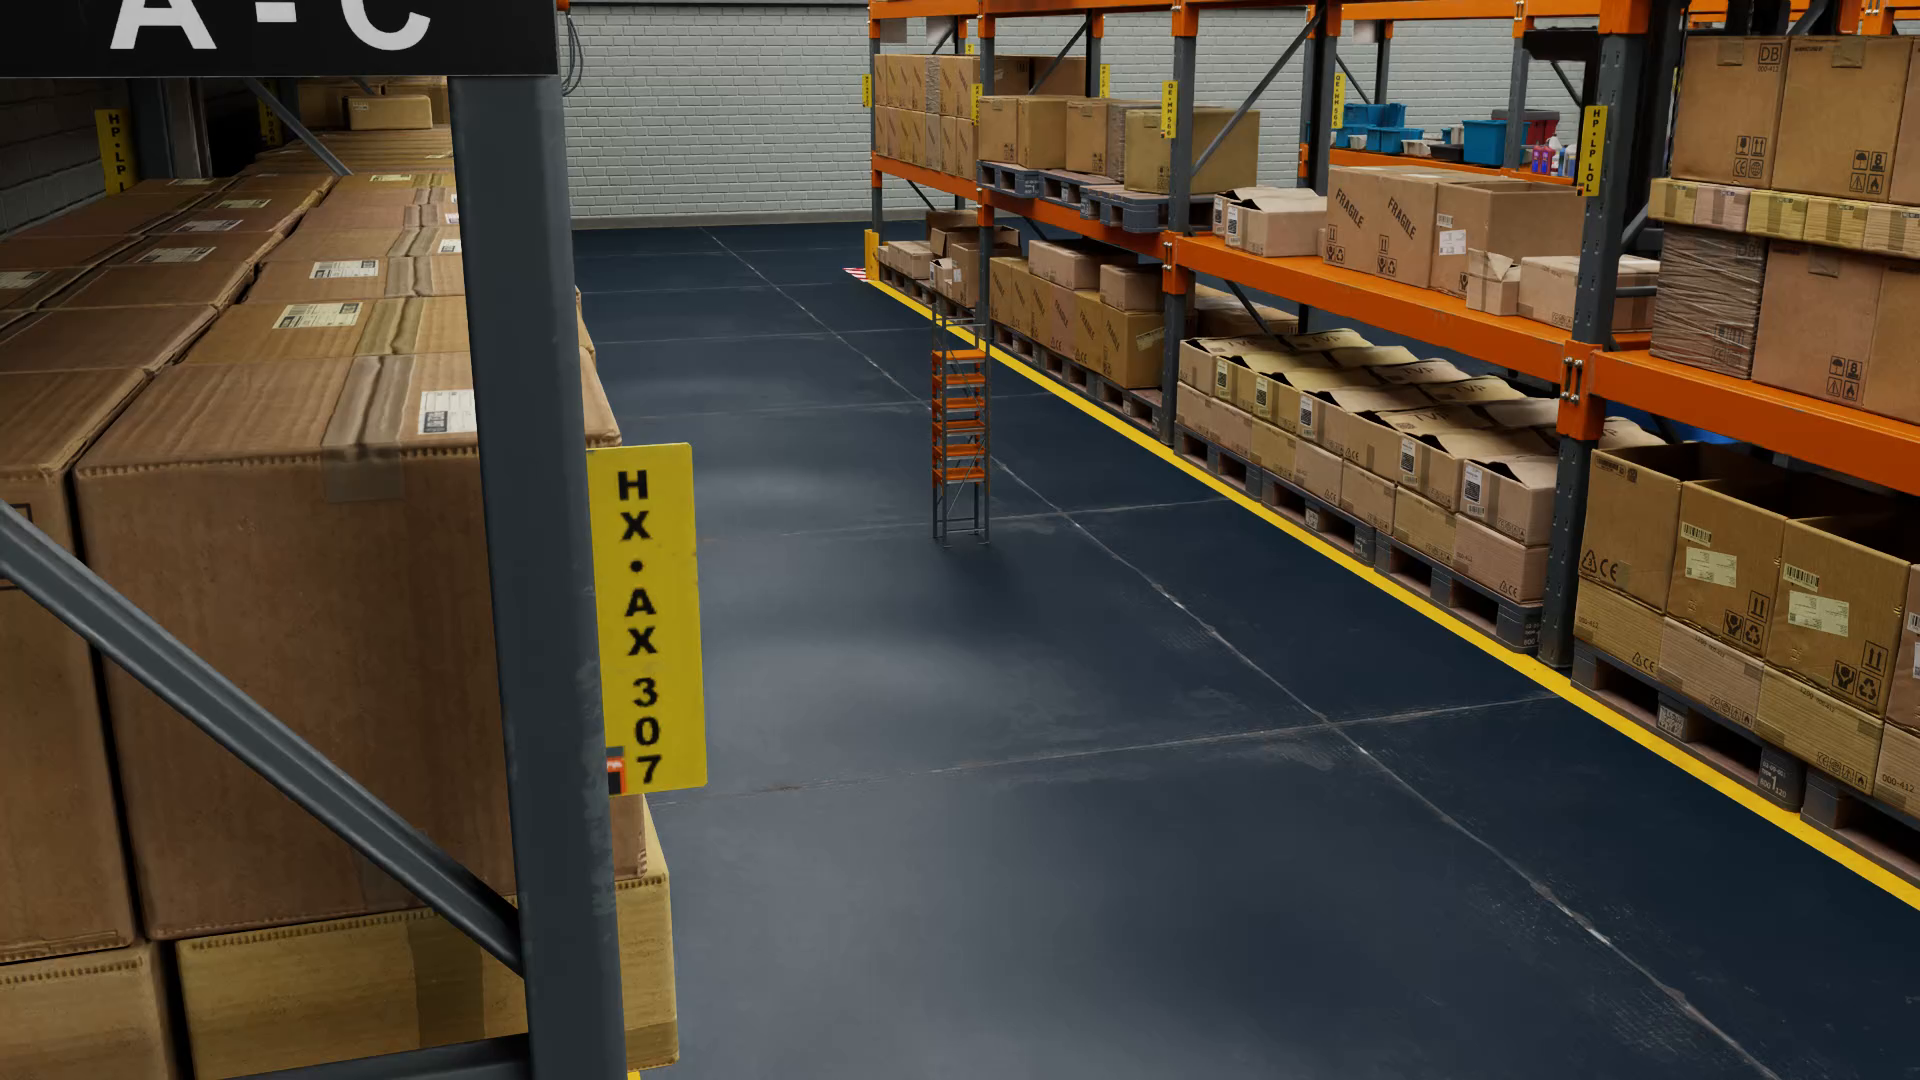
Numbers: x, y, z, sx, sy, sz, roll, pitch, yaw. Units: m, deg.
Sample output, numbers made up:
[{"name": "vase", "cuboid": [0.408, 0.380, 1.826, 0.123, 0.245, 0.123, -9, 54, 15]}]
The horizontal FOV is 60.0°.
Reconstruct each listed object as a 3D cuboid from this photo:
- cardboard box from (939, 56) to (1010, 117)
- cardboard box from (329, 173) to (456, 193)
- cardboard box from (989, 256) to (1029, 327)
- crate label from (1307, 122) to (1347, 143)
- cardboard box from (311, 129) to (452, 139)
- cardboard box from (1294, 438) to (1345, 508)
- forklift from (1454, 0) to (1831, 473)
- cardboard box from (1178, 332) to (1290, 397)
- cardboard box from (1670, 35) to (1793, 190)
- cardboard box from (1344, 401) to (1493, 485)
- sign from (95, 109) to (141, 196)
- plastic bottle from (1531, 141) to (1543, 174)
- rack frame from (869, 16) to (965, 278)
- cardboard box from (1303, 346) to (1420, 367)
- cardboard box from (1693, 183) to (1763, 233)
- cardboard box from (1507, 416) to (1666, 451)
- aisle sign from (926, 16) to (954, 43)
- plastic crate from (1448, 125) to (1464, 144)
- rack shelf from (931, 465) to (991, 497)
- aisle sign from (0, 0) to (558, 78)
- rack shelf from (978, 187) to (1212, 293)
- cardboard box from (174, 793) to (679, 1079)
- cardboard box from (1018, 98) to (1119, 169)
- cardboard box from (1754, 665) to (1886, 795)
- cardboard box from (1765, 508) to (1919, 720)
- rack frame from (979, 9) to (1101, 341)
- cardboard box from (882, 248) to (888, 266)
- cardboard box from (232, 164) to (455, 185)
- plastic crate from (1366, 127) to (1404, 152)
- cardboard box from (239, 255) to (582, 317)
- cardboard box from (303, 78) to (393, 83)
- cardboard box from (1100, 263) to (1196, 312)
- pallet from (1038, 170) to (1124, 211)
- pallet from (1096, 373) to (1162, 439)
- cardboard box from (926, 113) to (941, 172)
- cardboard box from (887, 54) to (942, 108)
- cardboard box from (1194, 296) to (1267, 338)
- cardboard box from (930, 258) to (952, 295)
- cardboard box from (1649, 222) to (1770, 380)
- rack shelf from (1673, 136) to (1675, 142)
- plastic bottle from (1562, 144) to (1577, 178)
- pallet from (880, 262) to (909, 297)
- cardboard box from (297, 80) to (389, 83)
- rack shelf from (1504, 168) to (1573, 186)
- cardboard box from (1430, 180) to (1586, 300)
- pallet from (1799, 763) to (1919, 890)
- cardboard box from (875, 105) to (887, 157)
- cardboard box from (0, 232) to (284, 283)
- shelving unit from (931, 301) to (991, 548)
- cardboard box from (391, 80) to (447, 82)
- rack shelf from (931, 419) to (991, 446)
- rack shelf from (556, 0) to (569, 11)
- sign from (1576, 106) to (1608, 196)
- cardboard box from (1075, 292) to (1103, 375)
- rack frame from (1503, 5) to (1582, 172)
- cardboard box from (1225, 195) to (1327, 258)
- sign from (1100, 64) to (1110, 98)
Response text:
[{"name": "cardboard box", "cuboid": [0.129, -3.967, 14.532, 0.500, 0.500, 0.500, -5, 17, -16]}, {"name": "cardboard box", "cuboid": [-1.476, -0.764, 4.705, 0.500, 0.500, 0.500, -5, 17, -15]}, {"name": "cardboard box", "cuboid": [0.559, -2.040, 13.609, 0.500, 0.500, 0.500, -6, 18, -18]}, {"name": "crate label", "cuboid": [4.076, -4.531, 18.507, 0.416, 0.233, 0.303, -5, 17, -15]}, {"name": "cardboard box", "cuboid": [-2.684, -1.657, 7.816, 0.700, 0.500, 0.500, -6, 18, -20]}, {"name": "cardboard box", "cuboid": [2.049, -0.365, 8.502, 0.500, 0.250, 0.500, -4, 17, -14]}, {"name": "forklift", "cuboid": [4.103, -2.075, 10.265, 1.130, 2.935, 3.031, -5, 17, -16]}, {"name": "cardboard box", "cuboid": [1.621, -1.058, 9.834, 0.500, 0.311, 0.500, -4, 17, -13]}, {"name": "cardboard box", "cuboid": [2.987, -1.513, 5.847, 0.700, 0.500, 0.500, -5, 17, -15]}, {"name": "cardboard box", "cuboid": [2.188, -0.490, 7.945, 0.500, 0.311, 0.500, -5, 17, -15]}, {"name": "sign", "cuboid": [-2.436, -1.083, 4.832, 0.100, 0.325, 0.005, -5, 17, -15]}, {"name": "plastic bottle", "cuboid": [5.114, -3.379, 14.689, 0.061, 0.283, 0.133, -5, 17, -15]}, {"name": "rack frame", "cuboid": [-0.439, -4.286, 17.505, 1.000, 3.000, 0.127, -5, 17, -15]}, {"name": "cardboard box", "cuboid": [2.289, -0.957, 9.499, 0.500, 0.311, 0.500, -5, 17, -16]}, {"name": "cardboard box", "cuboid": [2.815, -1.166, 5.818, 0.380, 0.149, 0.250, -4, 17, -14]}, {"name": "cardboard box", "cuboid": [2.852, -0.392, 7.618, 0.500, 0.311, 0.500, -5, 17, -16]}, {"name": "aisle sign", "cuboid": [-0.164, -5.574, 17.275, 0.394, 0.787, 0.004, -5, 17, -15]}, {"name": "plastic crate", "cuboid": [5.181, -3.979, 16.585, 0.437, 0.282, 0.530, -5, 17, -15]}, {"name": "rack shelf", "cuboid": [0.004, -0.298, 8.348, 0.258, 0.103, 0.180, -5, 17, -15]}, {"name": "aisle sign", "cuboid": [-0.496, -0.716, 1.103, 0.394, 0.787, 0.004, -5, 17, -15]}, {"name": "rack shelf", "cuboid": [1.210, -2.282, 12.084, 1.077, 0.370, 4.000, -5, 17, -15]}, {"name": "cardboard box", "cuboid": [-0.633, 0.435, 2.016, 0.500, 0.250, 0.500, -5, 17, -17]}, {"name": "cardboard box", "cuboid": [0.825, -3.094, 12.636, 0.700, 0.500, 0.500, -2, 17, -6]}, {"name": "cardboard box", "cuboid": [2.959, 0.579, 5.360, 0.500, 0.250, 0.500, -5, 17, -15]}, {"name": "cardboard box", "cuboid": [2.960, 0.220, 5.252, 0.500, 0.500, 0.500, -5, 17, -15]}, {"name": "rack frame", "cuboid": [0.660, -3.179, 13.822, 1.000, 3.000, 0.127, -5, 17, -15]}, {"name": "cardboard box", "cuboid": [-0.586, -2.927, 17.144, 0.380, 0.166, 0.250, -5, 17, -15]}, {"name": "cardboard box", "cuboid": [-2.011, -0.976, 5.548, 0.700, 0.500, 0.500, -5, 17, -15]}, {"name": "plastic crate", "cuboid": [4.438, -4.166, 17.295, 0.416, 0.233, 0.300, -5, 17, -15]}, {"name": "cardboard box", "cuboid": [-0.909, -0.201, 2.829, 0.500, 0.500, 0.500, -5, 18, -17]}, {"name": "cardboard box", "cuboid": [-3.653, -2.630, 9.964, 0.500, 0.250, 0.500, -5, 17, -17]}, {"name": "cardboard box", "cuboid": [1.257, -1.701, 11.177, 0.500, 0.250, 0.500, -4, 17, -13]}, {"name": "pallet", "cuboid": [1.220, -2.518, 11.956, 1.003, 0.211, 1.213, -5, 17, -15]}, {"name": "pallet", "cuboid": [1.590, -0.947, 11.237, 1.003, 0.211, 1.213, -5, 17, -15]}, {"name": "cardboard box", "cuboid": [-0.011, -3.630, 15.147, 0.500, 0.500, 0.500, -4, 17, -14]}, {"name": "cardboard box", "cuboid": [-0.420, -4.525, 16.390, 0.500, 0.500, 0.500, -5, 17, -15]}, {"name": "cardboard box", "cuboid": [1.760, -1.379, 11.410, 0.500, 0.500, 0.500, -5, 18, -17]}, {"name": "cardboard box", "cuboid": [0.025, -2.445, 15.286, 0.500, 0.311, 0.500, -5, 17, -15]}, {"name": "cardboard box", "cuboid": [2.987, -0.892, 6.034, 0.700, 0.500, 0.500, -5, 17, -17]}, {"name": "rack shelf", "cuboid": [9.636, -4.170, 18.371, 1.077, 0.370, 4.000, -5, 17, -15]}, {"name": "plastic bottle", "cuboid": [5.285, -3.251, 14.277, 0.152, 0.276, 0.135, -5, 17, -15]}, {"name": "pallet", "cuboid": [-0.198, -2.709, 17.103, 1.003, 0.211, 1.213, -5, 17, -15]}, {"name": "cardboard box", "cuboid": [-3.516, -2.488, 9.491, 0.500, 0.250, 0.500, -5, 18, -17]}, {"name": "rack shelf", "cuboid": [5.973, -2.672, 13.384, 1.077, 0.370, 4.000, -5, 17, -15]}, {"name": "cardboard box", "cuboid": [2.518, -1.374, 7.638, 0.500, 0.500, 0.500, -3, 17, -11]}, {"name": "pallet", "cuboid": [3.376, 0.930, 4.988, 1.003, 0.211, 1.213, -5, 17, -15]}, {"name": "cardboard box", "cuboid": [-0.571, -4.190, 17.013, 0.500, 0.500, 0.500, -4, 17, -14]}, {"name": "cardboard box", "cuboid": [-1.552, -0.300, 3.158, 0.500, 0.500, 0.500, -4, 17, -14]}, {"name": "shelving unit", "cuboid": [0.004, -0.571, 8.266, 0.258, 1.200, 0.189, -5, 17, -15]}, {"name": "cardboard box", "cuboid": [-3.028, -2.534, 9.644, 0.500, 0.250, 0.500, -5, 17, -16]}, {"name": "rack shelf", "cuboid": [0.004, -0.528, 8.279, 0.258, 0.103, 0.180, -5, 17, -15]}, {"name": "rack shelf", "cuboid": [-1.354, -1.113, 2.978, 1.077, 0.370, 4.000, -5, 17, -15]}, {"name": "sign", "cuboid": [2.339, -1.437, 6.148, 0.100, 0.325, 0.005, -5, 17, -15]}, {"name": "cardboard box", "cuboid": [1.135, -1.470, 11.711, 0.500, 0.500, 0.500, -5, 18, -17]}, {"name": "rack frame", "cuboid": [5.424, -3.570, 15.122, 1.000, 3.000, 0.127, -5, 17, -15]}, {"name": "cardboard box", "cuboid": [1.819, -1.767, 9.277, 0.500, 0.311, 0.500, -5, 17, -16]}, {"name": "sign", "cuboid": [1.193, -3.779, 13.805, 0.100, 0.325, 0.005, -5, 17, -15]}]
